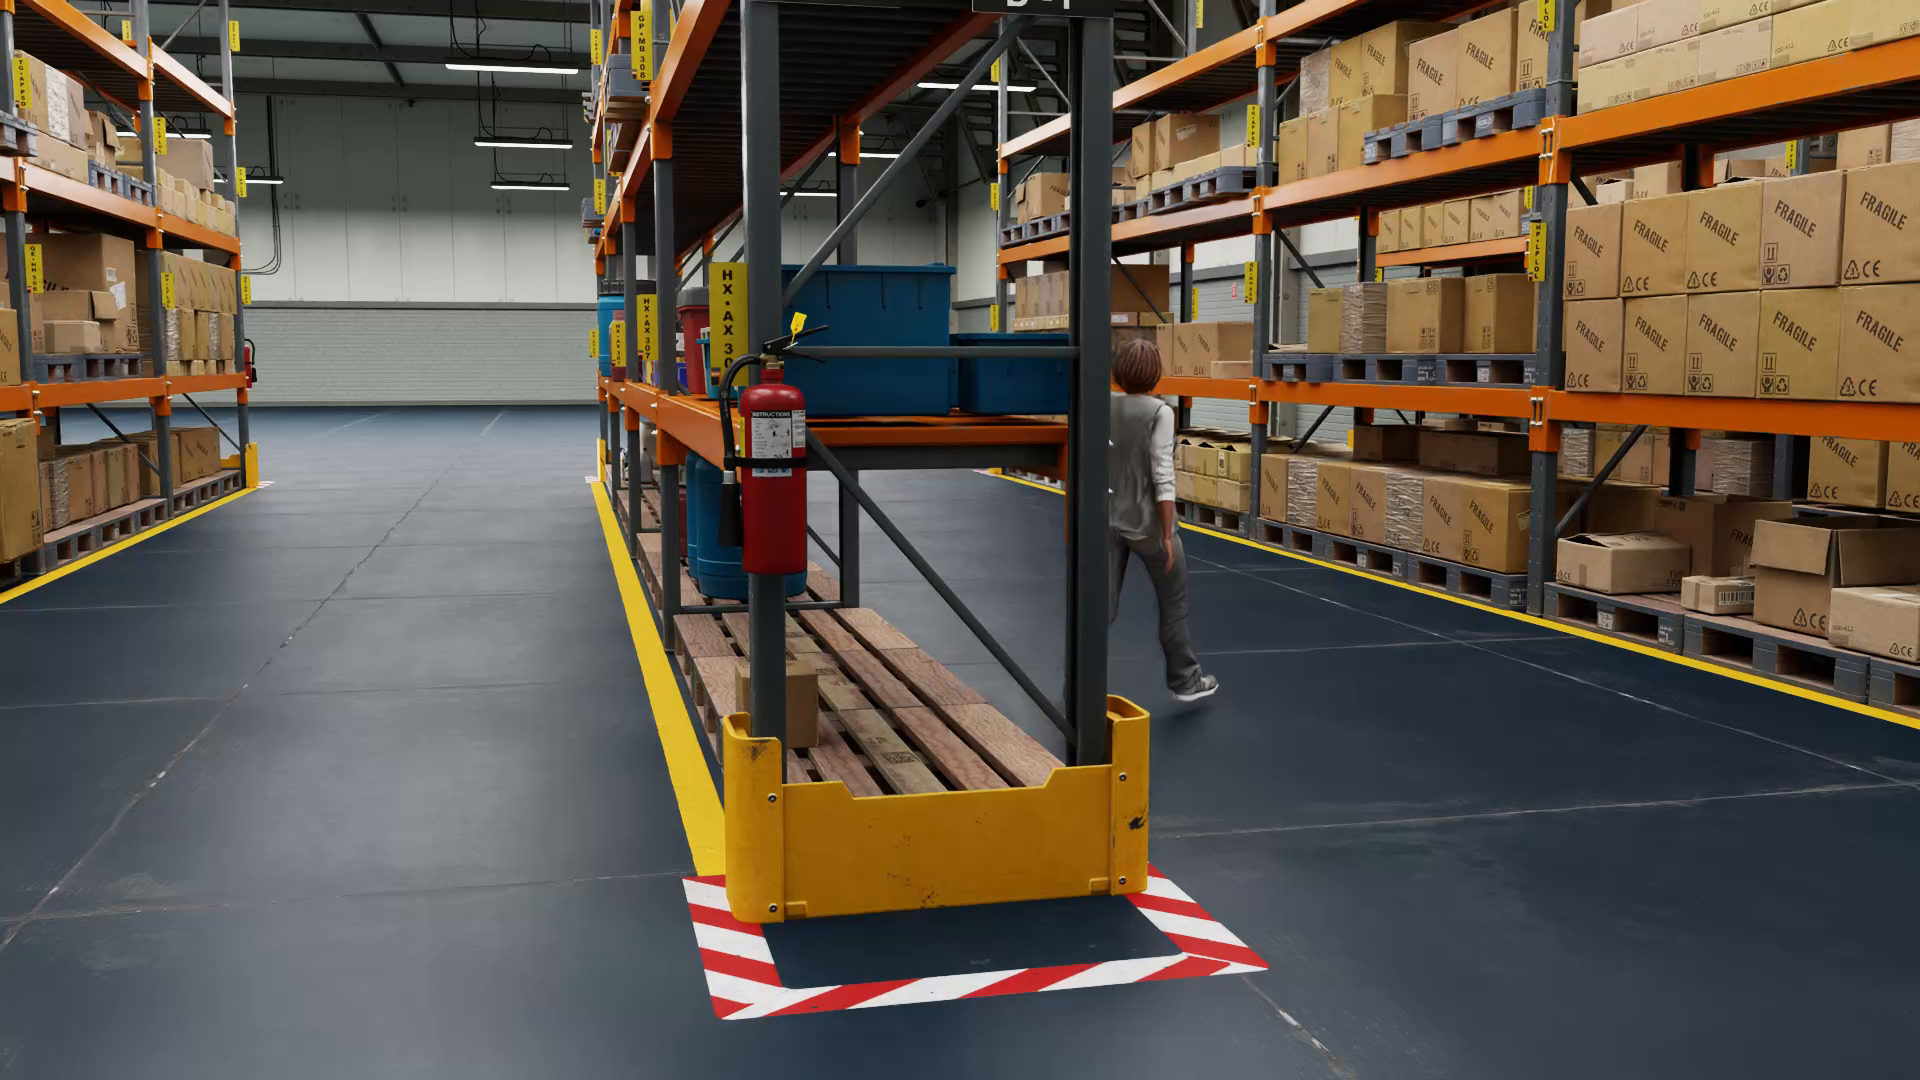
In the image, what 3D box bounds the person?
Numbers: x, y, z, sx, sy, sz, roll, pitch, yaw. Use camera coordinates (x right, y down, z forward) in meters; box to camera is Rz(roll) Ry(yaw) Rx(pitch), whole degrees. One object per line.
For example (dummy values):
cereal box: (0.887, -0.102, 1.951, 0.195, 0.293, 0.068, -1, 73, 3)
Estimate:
person: (0.736, -0.057, 6.810, 0.448, 1.528, 0.988, 4, 7, 30)
